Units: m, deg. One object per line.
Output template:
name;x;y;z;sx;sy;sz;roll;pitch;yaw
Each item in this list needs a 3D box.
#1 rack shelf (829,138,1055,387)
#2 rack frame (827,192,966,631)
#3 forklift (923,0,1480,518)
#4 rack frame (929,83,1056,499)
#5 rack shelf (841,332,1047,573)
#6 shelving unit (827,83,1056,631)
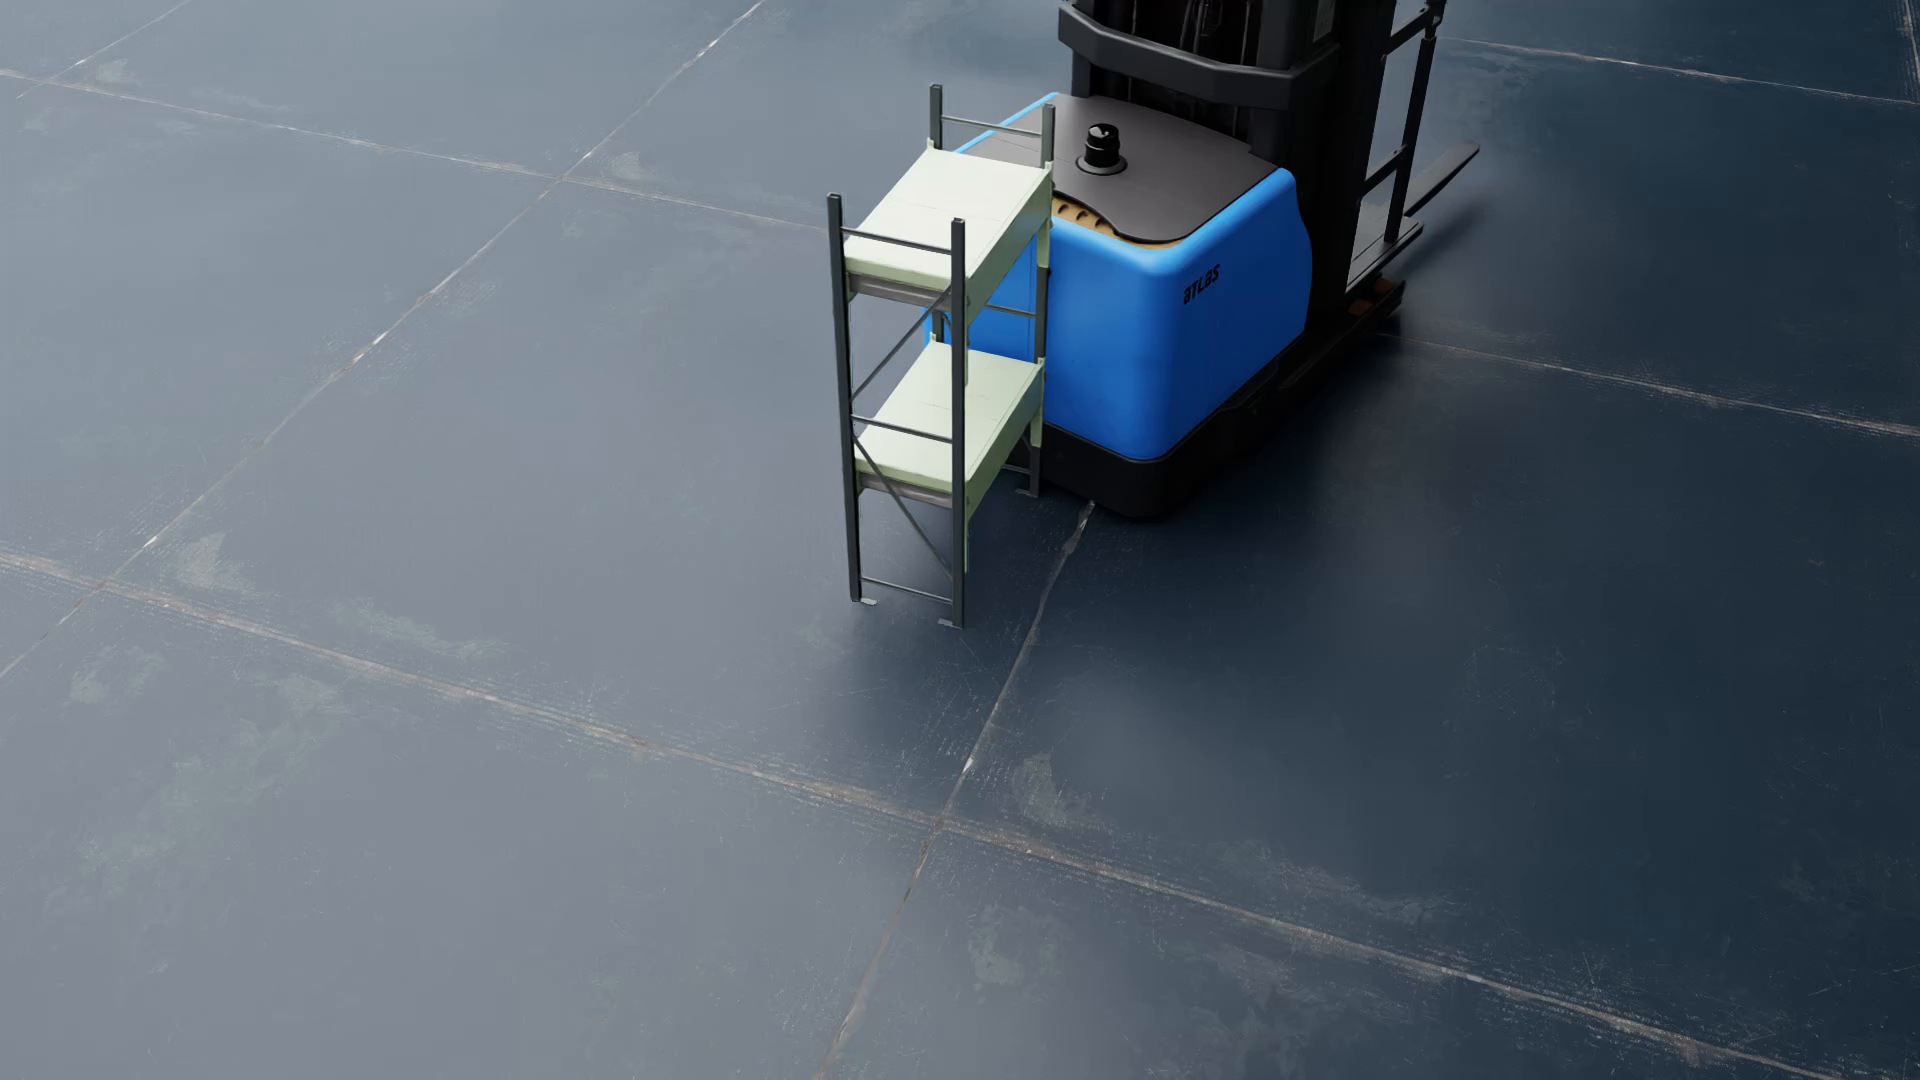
rack shelf;-0.039;-0.846;4.985;0.431;0.370;0.720;14;43;16
rack frame;-0.175;-0.328;4.979;0.400;1.500;0.023;14;43;16
forklift;1.155;-2.092;5.944;1.130;2.935;3.031;27;47;28
rack frame;0.096;-0.770;5.497;0.400;1.500;0.023;14;43;16
rack shelf;-0.039;-0.301;5.450;0.431;0.370;0.720;14;43;16
shelving unit;-0.039;-0.549;5.238;0.431;1.500;0.755;14;43;16
